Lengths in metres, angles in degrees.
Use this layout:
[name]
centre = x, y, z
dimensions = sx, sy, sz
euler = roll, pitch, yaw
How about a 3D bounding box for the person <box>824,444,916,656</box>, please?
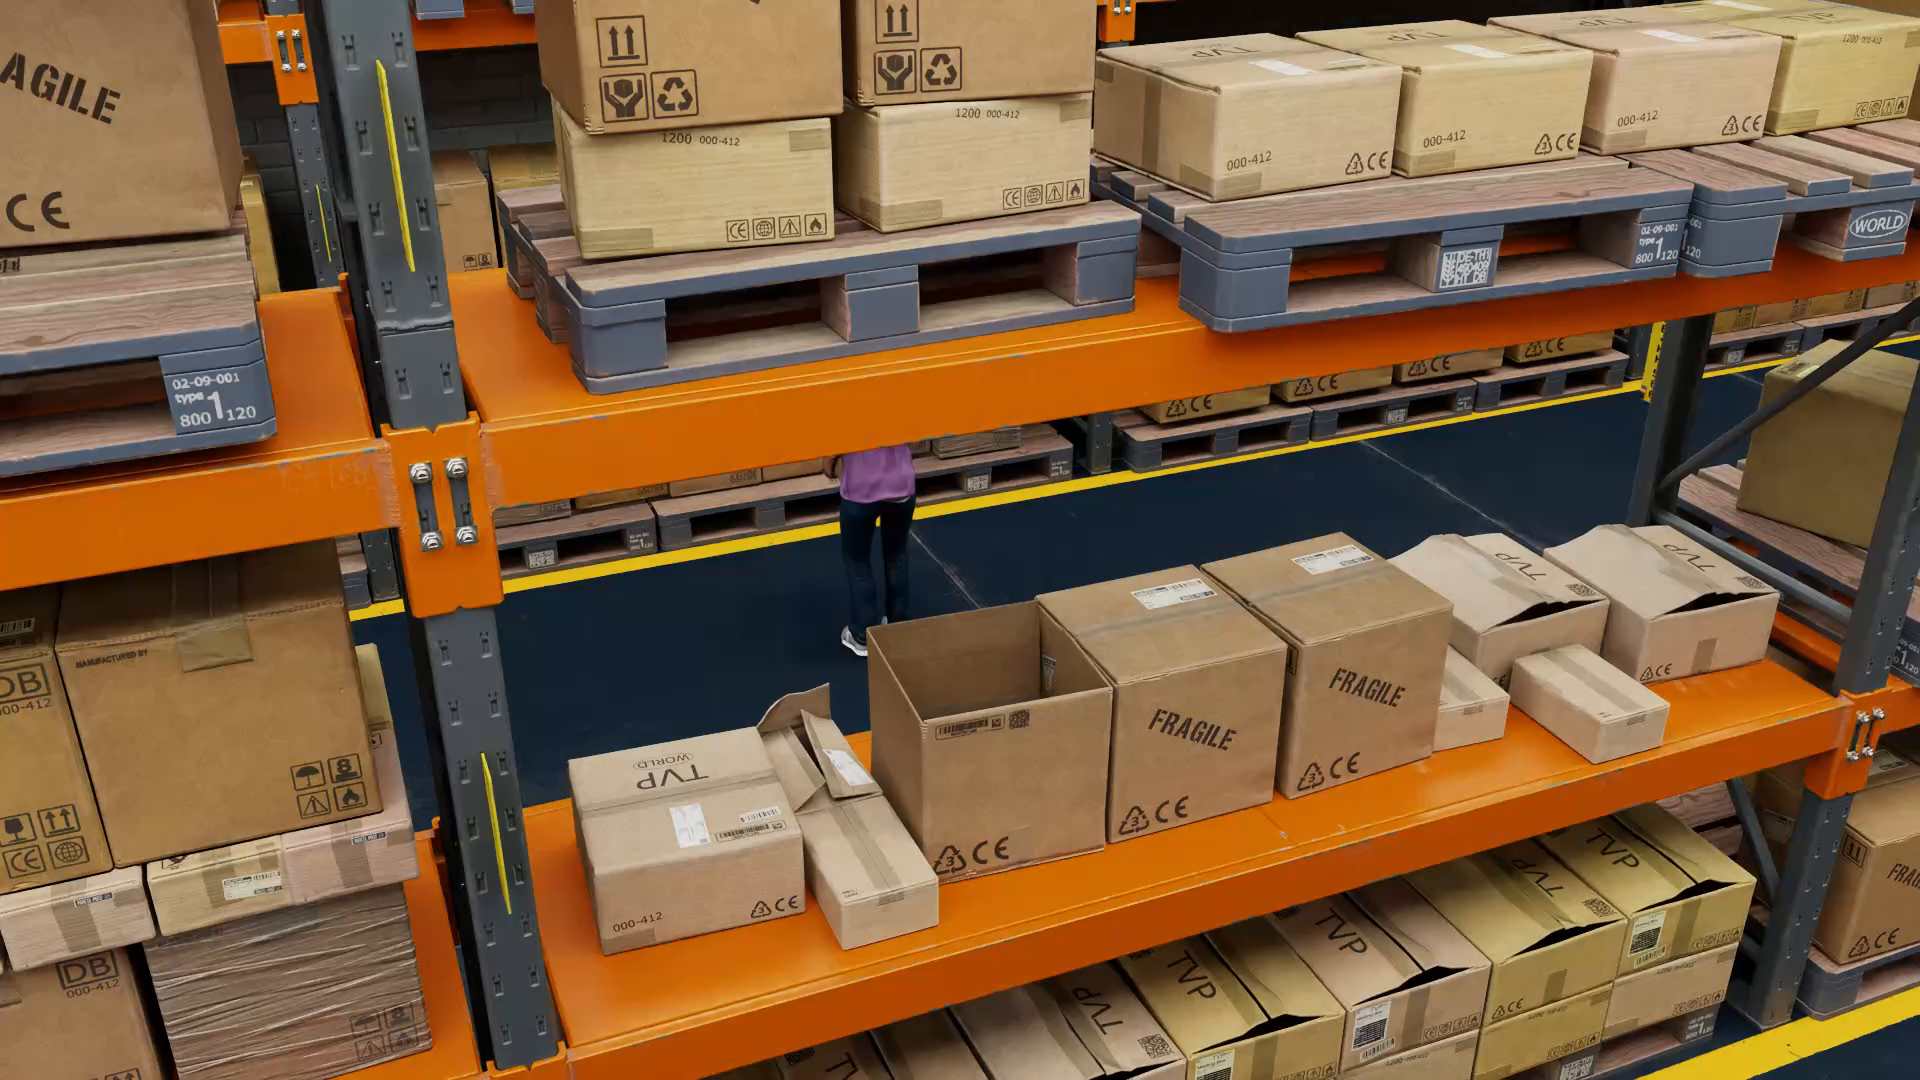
[person]
centre = -0.413, -0.243, 7.622
dimensions = 0.375, 1.598, 0.503
euler = -11, 28, -21
